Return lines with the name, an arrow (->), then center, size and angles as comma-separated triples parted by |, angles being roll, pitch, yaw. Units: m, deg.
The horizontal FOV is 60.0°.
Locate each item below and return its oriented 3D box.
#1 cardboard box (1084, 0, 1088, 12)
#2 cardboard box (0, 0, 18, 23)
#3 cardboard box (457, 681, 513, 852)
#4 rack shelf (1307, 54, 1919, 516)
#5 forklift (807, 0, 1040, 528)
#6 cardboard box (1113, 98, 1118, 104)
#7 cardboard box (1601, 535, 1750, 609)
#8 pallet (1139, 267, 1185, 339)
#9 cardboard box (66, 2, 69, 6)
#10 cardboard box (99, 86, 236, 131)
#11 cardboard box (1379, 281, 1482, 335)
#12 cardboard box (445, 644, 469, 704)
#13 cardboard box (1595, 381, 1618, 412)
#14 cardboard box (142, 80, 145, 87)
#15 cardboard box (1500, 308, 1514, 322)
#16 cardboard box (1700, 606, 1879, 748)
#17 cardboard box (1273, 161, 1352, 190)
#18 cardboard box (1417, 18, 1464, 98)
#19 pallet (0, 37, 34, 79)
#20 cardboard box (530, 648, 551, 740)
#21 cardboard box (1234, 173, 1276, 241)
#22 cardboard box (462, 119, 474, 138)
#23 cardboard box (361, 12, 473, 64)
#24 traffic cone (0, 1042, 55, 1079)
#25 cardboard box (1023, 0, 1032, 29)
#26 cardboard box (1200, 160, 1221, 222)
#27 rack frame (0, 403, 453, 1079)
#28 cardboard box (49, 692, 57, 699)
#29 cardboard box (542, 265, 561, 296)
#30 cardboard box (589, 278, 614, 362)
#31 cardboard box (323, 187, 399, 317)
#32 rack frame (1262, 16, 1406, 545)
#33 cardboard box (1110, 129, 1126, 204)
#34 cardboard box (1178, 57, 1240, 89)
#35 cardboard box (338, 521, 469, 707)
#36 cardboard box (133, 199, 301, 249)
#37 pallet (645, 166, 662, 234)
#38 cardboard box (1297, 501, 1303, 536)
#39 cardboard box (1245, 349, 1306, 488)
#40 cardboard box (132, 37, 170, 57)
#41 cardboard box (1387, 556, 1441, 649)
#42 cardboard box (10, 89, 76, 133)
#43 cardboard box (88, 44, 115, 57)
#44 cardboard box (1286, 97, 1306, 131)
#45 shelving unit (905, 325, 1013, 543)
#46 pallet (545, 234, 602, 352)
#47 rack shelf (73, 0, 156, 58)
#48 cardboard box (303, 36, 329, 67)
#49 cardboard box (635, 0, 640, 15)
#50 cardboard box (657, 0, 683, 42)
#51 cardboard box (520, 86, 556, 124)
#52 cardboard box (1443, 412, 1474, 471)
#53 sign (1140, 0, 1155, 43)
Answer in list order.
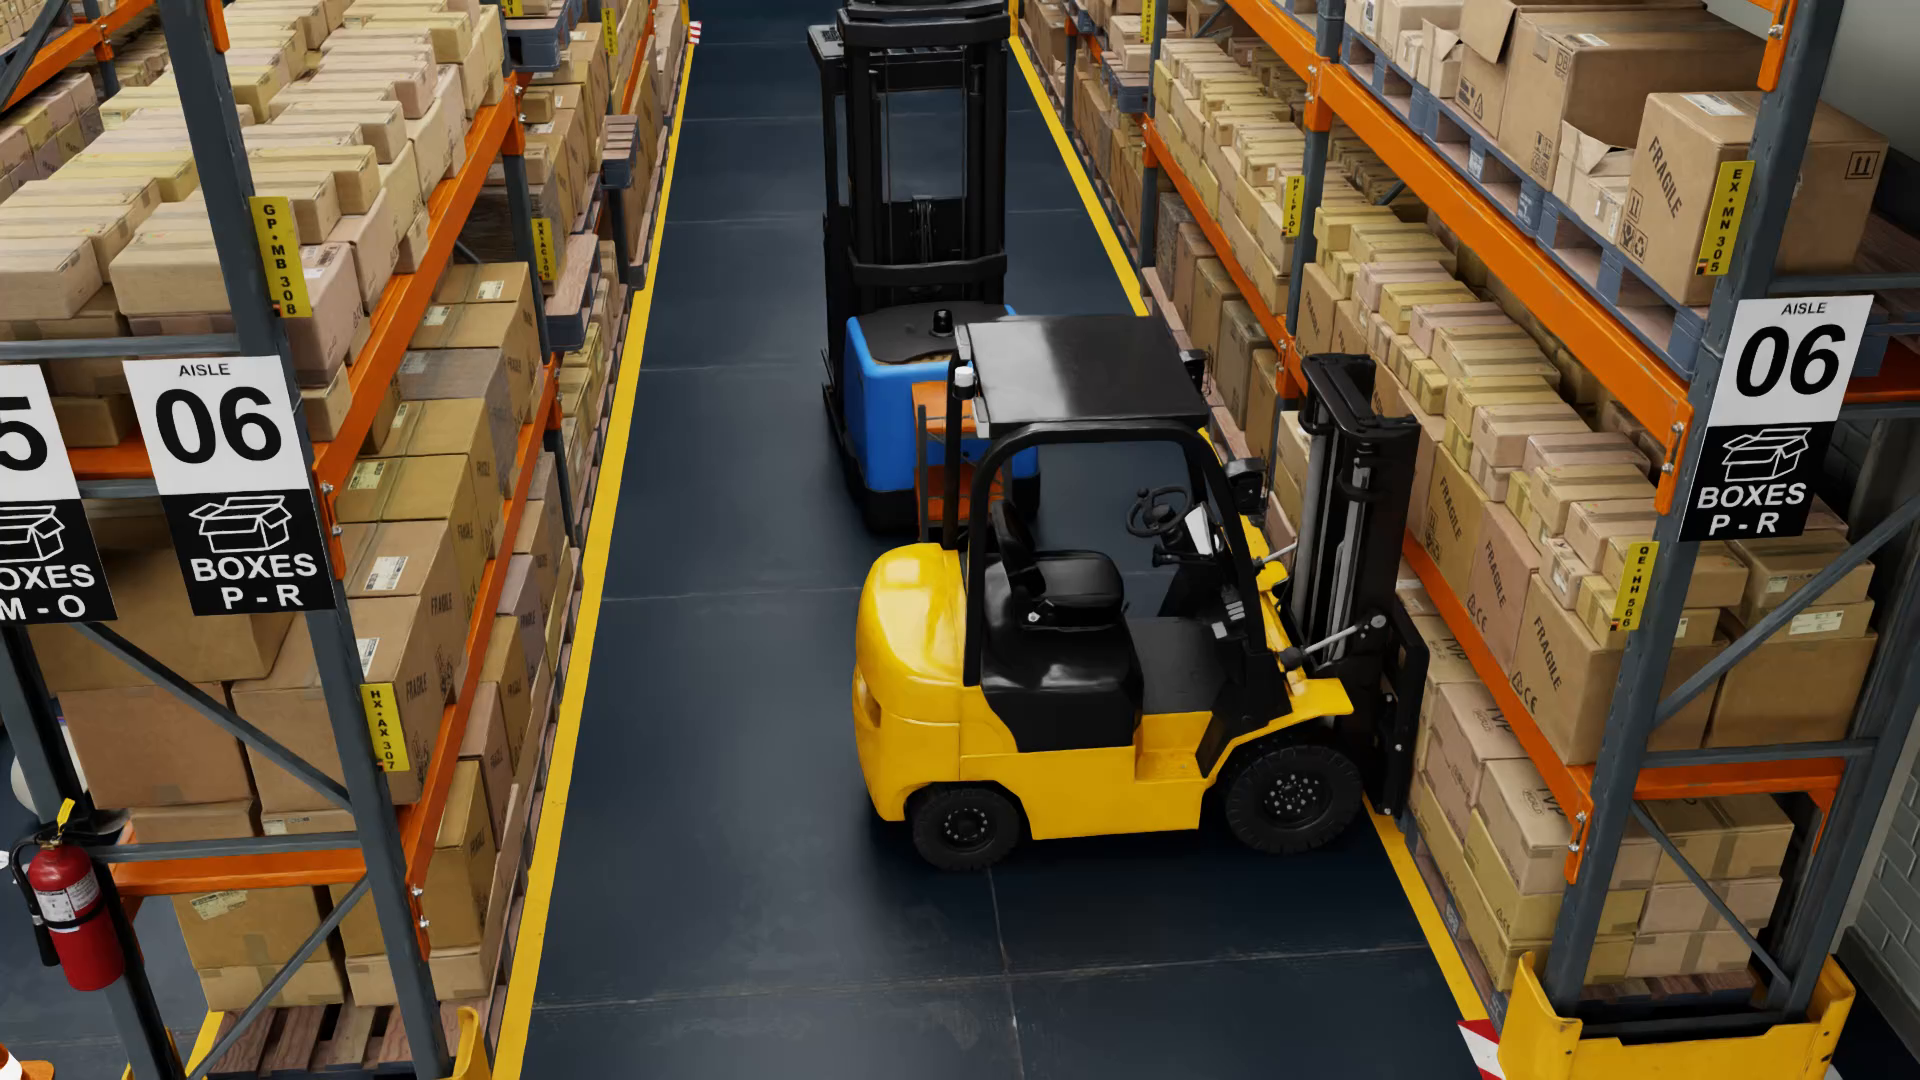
cardboard box -> 1.287, -4.794, 14.573 | 0.396, 0.266, 0.258 | -1, 31, -2
cardboard box -> -7.989, -4.344, 13.643 | 0.380, 0.149, 0.250 | -4, 31, -7
cardboard box -> -2.138, 0.941, 6.790 | 0.500, 0.500, 0.500 | -4, 31, -6
rack shelf -> 2.473, -1.273, 6.732 | 1.077, 0.370, 4.000 | -3, 31, -5
forklift -> -0.315, -2.073, 10.362 | 1.130, 2.935, 3.031 | -6, 31, -10
cardboard box -> 1.546, -3.789, 14.564 | 0.380, 0.149, 0.250 | -3, 31, -4
cardboard box -> 2.417, 0.105, 5.629 | 0.380, 0.149, 0.250 | -3, 31, -4
pallet -> 1.951, -1.738, 12.454 | 1.003, 0.211, 1.213 | -3, 31, -5
cardboard box -> -8.088, -4.750, 14.613 | 0.380, 0.149, 0.250 | -3, 31, -6
cardboard box -> -2.784, -1.495, 5.871 | 0.380, 0.149, 0.250 | -2, 31, -3
cardboard box -> 2.141, -1.061, 7.581 | 0.380, 0.149, 0.250 | -3, 31, -5
cardboard box -> -2.067, 0.492, 6.246 | 0.380, 0.149, 0.250 | -2, 31, -4
cardboard box -> 2.827, -0.572, 6.763 | 0.380, 0.149, 0.250 | -3, 31, -6
cardboard box -> -8.209, -4.403, 16.277 | 0.380, 0.149, 0.250 | -3, 31, -5
cardboard box -> 2.639, -0.961, 7.704 | 0.380, 0.149, 0.250 | -2, 31, -3
cardboard box -> 2.890, 0.418, 6.028 | 0.500, 0.500, 0.500 | -2, 31, -3
cardboard box -> 2.021, -2.059, 9.541 | 0.380, 0.149, 0.250 | -3, 31, -5
cardboard box -> 2.123, -1.996, 6.866 | 0.396, 0.266, 0.258 | -3, 31, -6
pallet -> -8.174, -3.755, 13.299 | 1.003, 0.211, 1.213 | -3, 31, -5
cardboard box -> -2.230, 0.745, 7.850 | 0.500, 0.250, 0.500 | -2, 31, -4
cardboard box -> 1.931, -1.966, 9.775 | 0.500, 0.250, 0.500 | -4, 31, -6
cardboard box -> -2.338, -1.846, 7.236 | 0.380, 0.149, 0.250 | -2, 31, -4
cardboard box -> -2.218, -2.054, 6.806 | 0.380, 0.149, 0.250 | -2, 31, -3
traffic cone -> -3.606, 1.898, 6.121 | 0.336, 0.463, 0.334 | -3, 31, -5
cardboard box -> 1.128, -6.234, 19.286 | 0.797, 0.503, 0.637 | -4, 31, -7
cardboard box -> 1.855, -2.270, 10.772 | 0.500, 0.250, 0.500 | -2, 31, -3
rack frame -> -2.282, 0.967, 5.206 | 1.000, 3.000, 0.127 | -3, 31, -5
cardboard box -> -4.716, 0.617, 8.458 | 0.396, 0.266, 0.258 | 27, 40, 37
cardboard box -> -2.392, -1.445, 9.080 | 0.380, 0.149, 0.250 | -2, 31, -4
cardboard box -> -2.909, -1.504, 11.497 | 0.950, 0.372, 0.625 | -3, 31, -6
cardboard box -> -2.101, -0.911, 5.282 | 0.500, 0.250, 0.500 | -3, 31, -5
rack frame -> 2.286, -1.315, 9.027 | 1.000, 3.000, 0.127 | -3, 31, -5
cardboard box -> 1.571, -3.193, 14.199 | 0.500, 0.500, 0.500 | -1, 31, -2
cardboard box -> 1.725, -3.236, 11.512 | 0.380, 0.149, 0.250 | -2, 31, -3
cardboard box -> -2.101, 0.277, 5.974 | 0.500, 0.500, 0.500 | -2, 31, -3
cardboard box -> -2.151, -0.875, 4.831 | 0.380, 0.149, 0.250 | -3, 31, -5
pallet -> -3.139, -2.948, 14.480 | 1.003, 0.211, 1.213 | -3, 31, -5
cardboard box -> 2.073, -0.011, 8.627 | 0.500, 0.250, 0.500 | -3, 31, -5
cardboard box -> 2.226, -0.742, 9.973 | 0.875, 0.625, 0.625 | -1, 31, -2
cardboard box -> -8.268, -5.068, 17.100 | 0.380, 0.149, 0.250 | -3, 31, -4
cardboard box -> 2.156, 0.301, 7.617 | 0.500, 0.250, 0.500 | -3, 31, -6
cardboard box -> -7.966, -3.669, 14.264 | 0.500, 0.250, 0.500 | -1, 31, -2
cardboard box -> -8.809, -4.914, 16.843 | 0.380, 0.149, 0.250 | -4, 31, -6
cardboard box -> 2.307, -2.739, 10.681 | 0.380, 0.149, 0.250 | -2, 31, -3
shelving unit -> -0.013, -0.503, 9.479 | 0.538, 1.125, 1.048 | -3, 32, -4
pallet -> -2.582, -1.390, 9.339 | 1.003, 0.211, 1.213 | -3, 31, -5
rack shelf -> -8.509, -5.583, 16.874 | 1.077, 0.370, 4.000 | -3, 31, -5
cardboard box -> -2.829, -1.926, 6.980 | 0.500, 0.250, 0.500 | -3, 31, -5
cardboard box -> -3.011, -4.578, 14.147 | 0.500, 0.250, 0.500 | -2, 31, -3
cardboard box -> -3.615, -5.950, 18.876 | 0.875, 0.438, 0.875 | -4, 31, -6
cardboard box -> -2.551, -2.512, 9.600 | 0.380, 0.149, 0.250 | -1, 31, -2
cardboard box -> 2.204, -0.412, 6.784 | 0.380, 0.149, 0.250 | -3, 31, -4
sign -> 1.373, -3.790, 12.117 | 0.100, 0.325, 0.005 | -3, 31, -5
